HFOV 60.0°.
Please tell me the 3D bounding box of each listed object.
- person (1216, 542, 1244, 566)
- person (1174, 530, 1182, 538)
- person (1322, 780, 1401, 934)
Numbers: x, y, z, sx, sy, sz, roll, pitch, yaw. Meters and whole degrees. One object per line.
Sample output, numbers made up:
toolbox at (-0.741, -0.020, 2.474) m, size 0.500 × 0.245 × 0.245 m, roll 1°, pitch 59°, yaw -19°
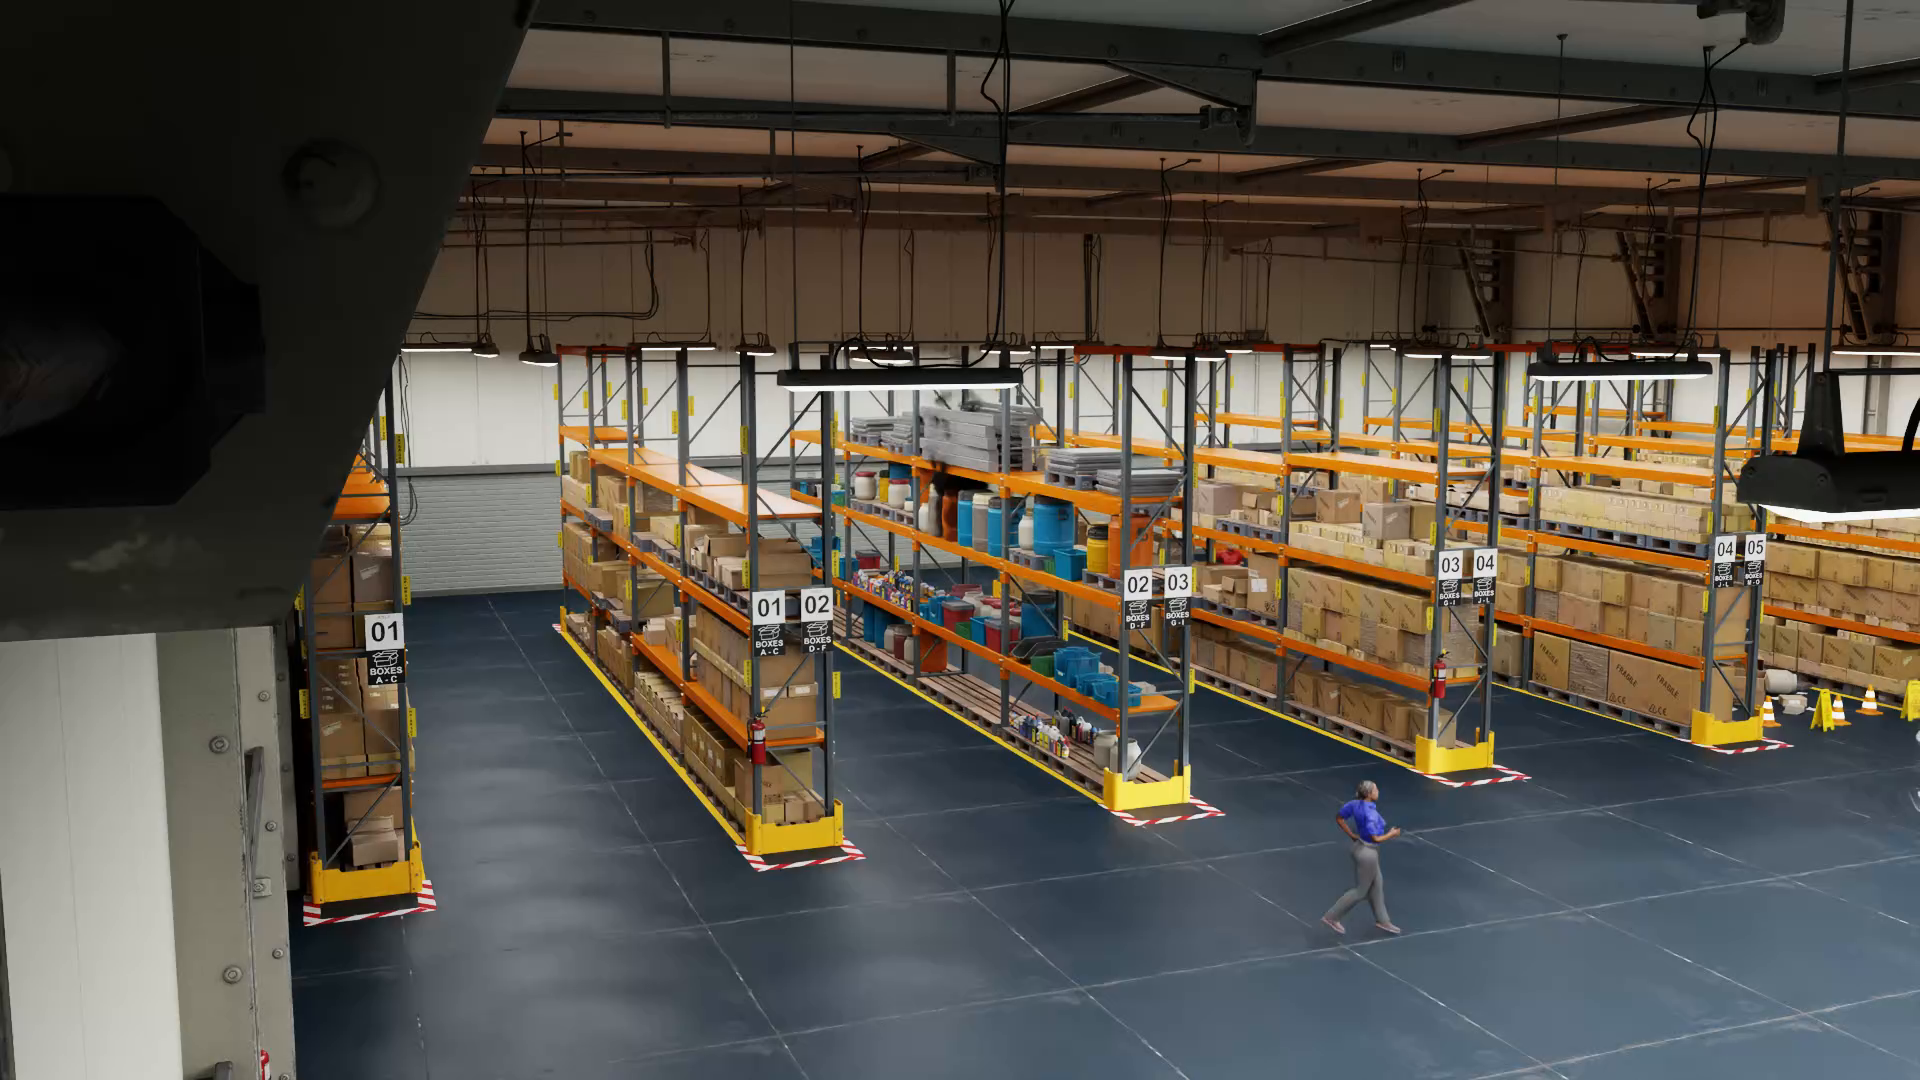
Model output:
person at (5.900, 0.871, 36.399) m, size 0.631 × 1.795 × 0.813 m, roll -3°, pitch 8°, yaw -20°
person at (5.432, 0.213, 41.621) m, size 0.568 × 1.677 × 0.756 m, roll 1°, pitch 7°, yaw 7°
person at (4.199, 3.310, 17.269) m, size 0.883 × 1.680 × 0.574 m, roll -1°, pitch 7°, yaw -5°
